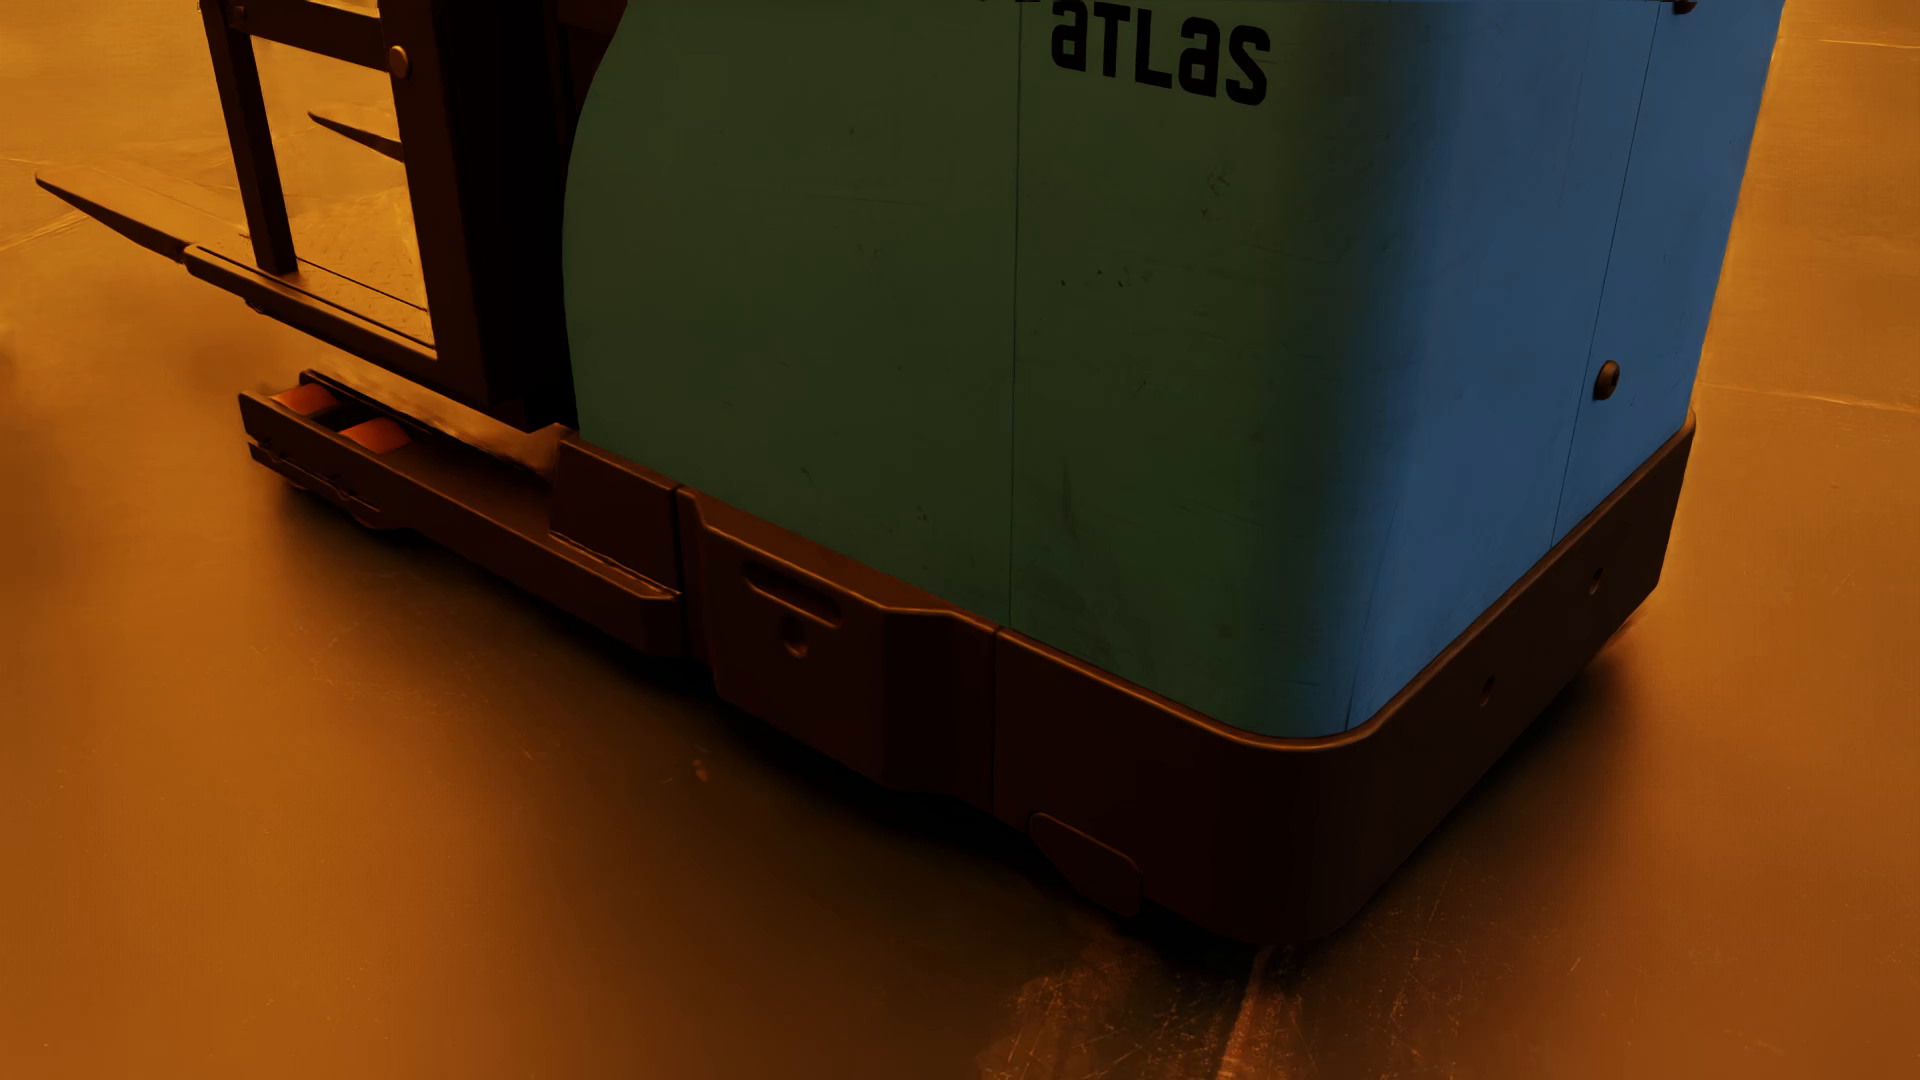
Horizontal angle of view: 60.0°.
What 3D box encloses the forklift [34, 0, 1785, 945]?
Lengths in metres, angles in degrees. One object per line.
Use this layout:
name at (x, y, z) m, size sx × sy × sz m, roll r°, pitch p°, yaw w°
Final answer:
forklift at (-0.496, -1.468, 2.118) m, size 3.031 × 2.935 × 1.130 m, roll 23°, pitch 37°, yaw 34°
